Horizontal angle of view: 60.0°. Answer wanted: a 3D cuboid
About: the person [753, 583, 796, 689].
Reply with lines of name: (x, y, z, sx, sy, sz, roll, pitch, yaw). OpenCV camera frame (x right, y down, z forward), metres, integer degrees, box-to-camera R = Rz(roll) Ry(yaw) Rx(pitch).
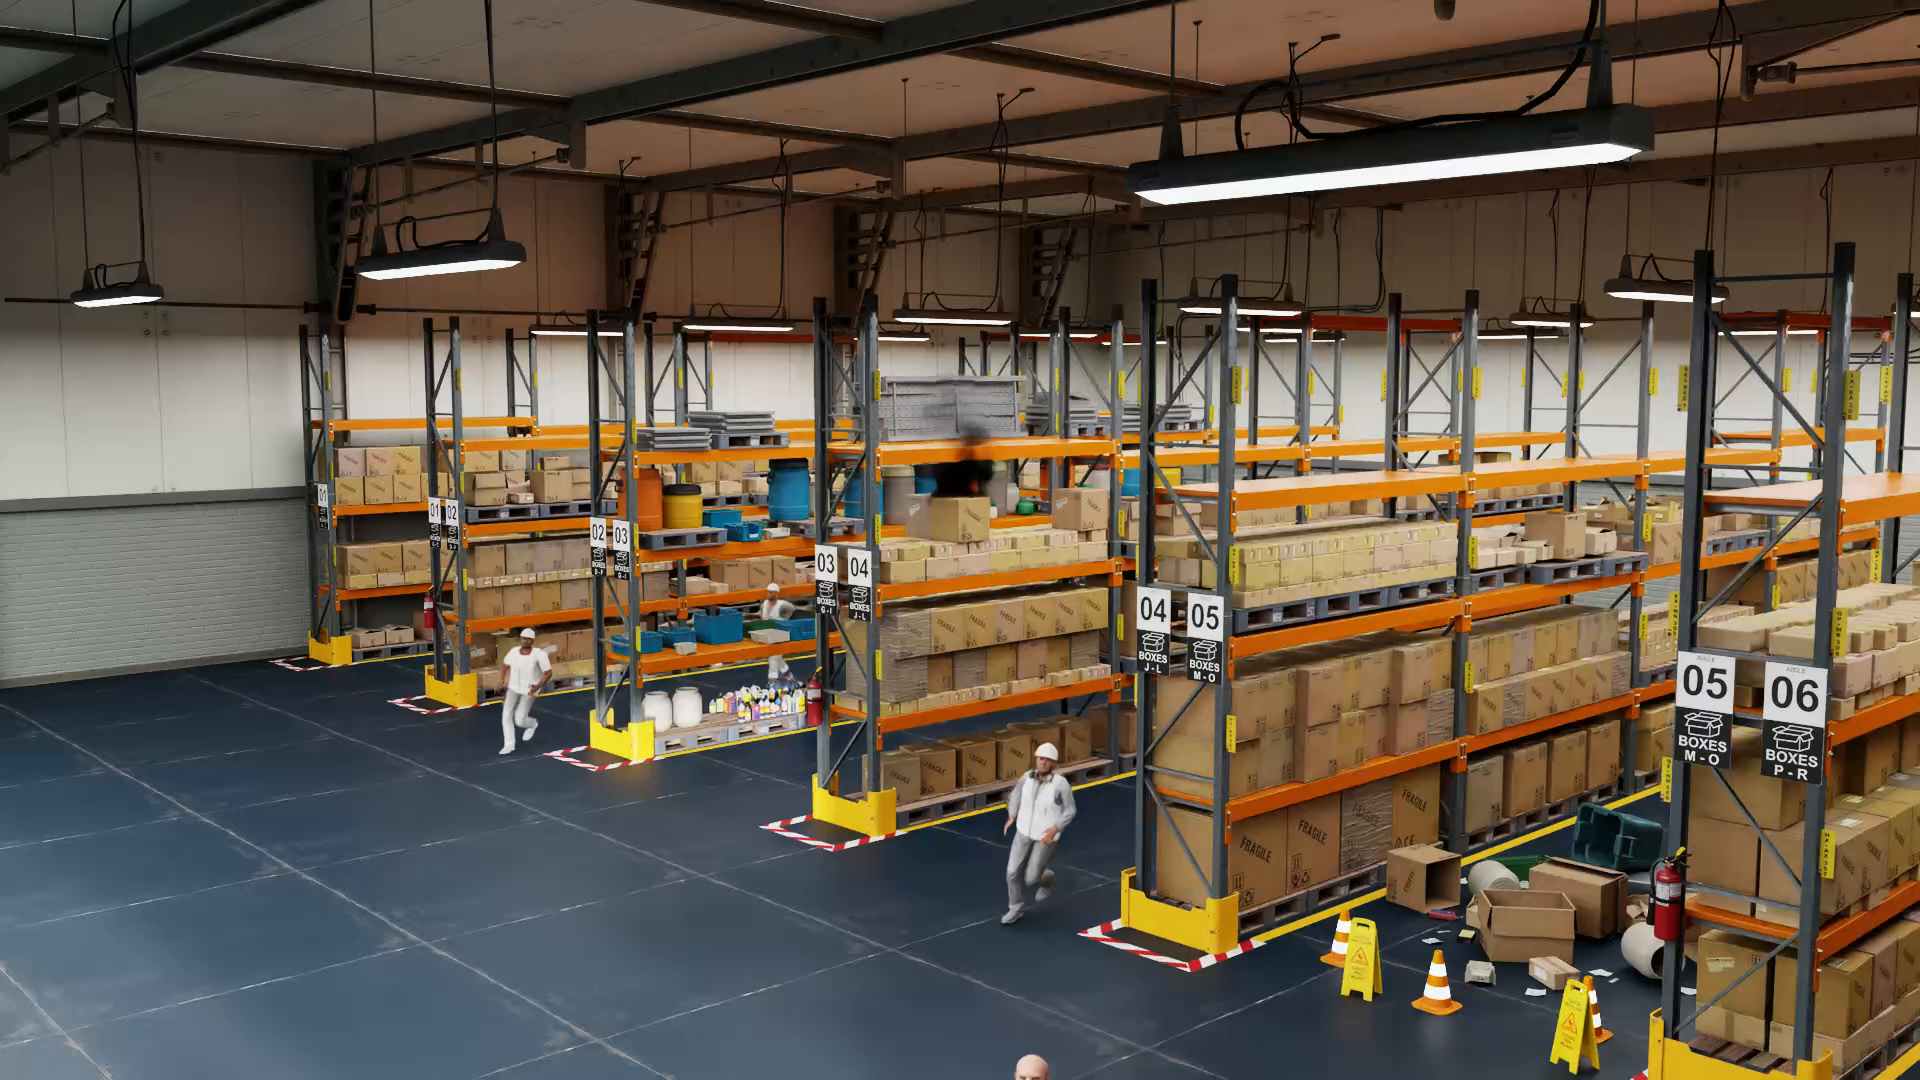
person: (-2.933, 1.587, 26.601, 0.613, 1.823, 0.894, 4, 7, 38)

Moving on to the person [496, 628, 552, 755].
person: (-5.924, 2.039, 22.664, 0.745, 1.711, 0.681, 1, 6, 14)

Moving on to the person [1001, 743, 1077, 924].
person: (0.768, 2.742, 15.664, 0.700, 1.719, 0.648, 4, 7, 31)

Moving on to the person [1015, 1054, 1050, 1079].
person: (0.359, 3.467, 8.496, 0.667, 1.690, 0.601, 0, 6, 4)
